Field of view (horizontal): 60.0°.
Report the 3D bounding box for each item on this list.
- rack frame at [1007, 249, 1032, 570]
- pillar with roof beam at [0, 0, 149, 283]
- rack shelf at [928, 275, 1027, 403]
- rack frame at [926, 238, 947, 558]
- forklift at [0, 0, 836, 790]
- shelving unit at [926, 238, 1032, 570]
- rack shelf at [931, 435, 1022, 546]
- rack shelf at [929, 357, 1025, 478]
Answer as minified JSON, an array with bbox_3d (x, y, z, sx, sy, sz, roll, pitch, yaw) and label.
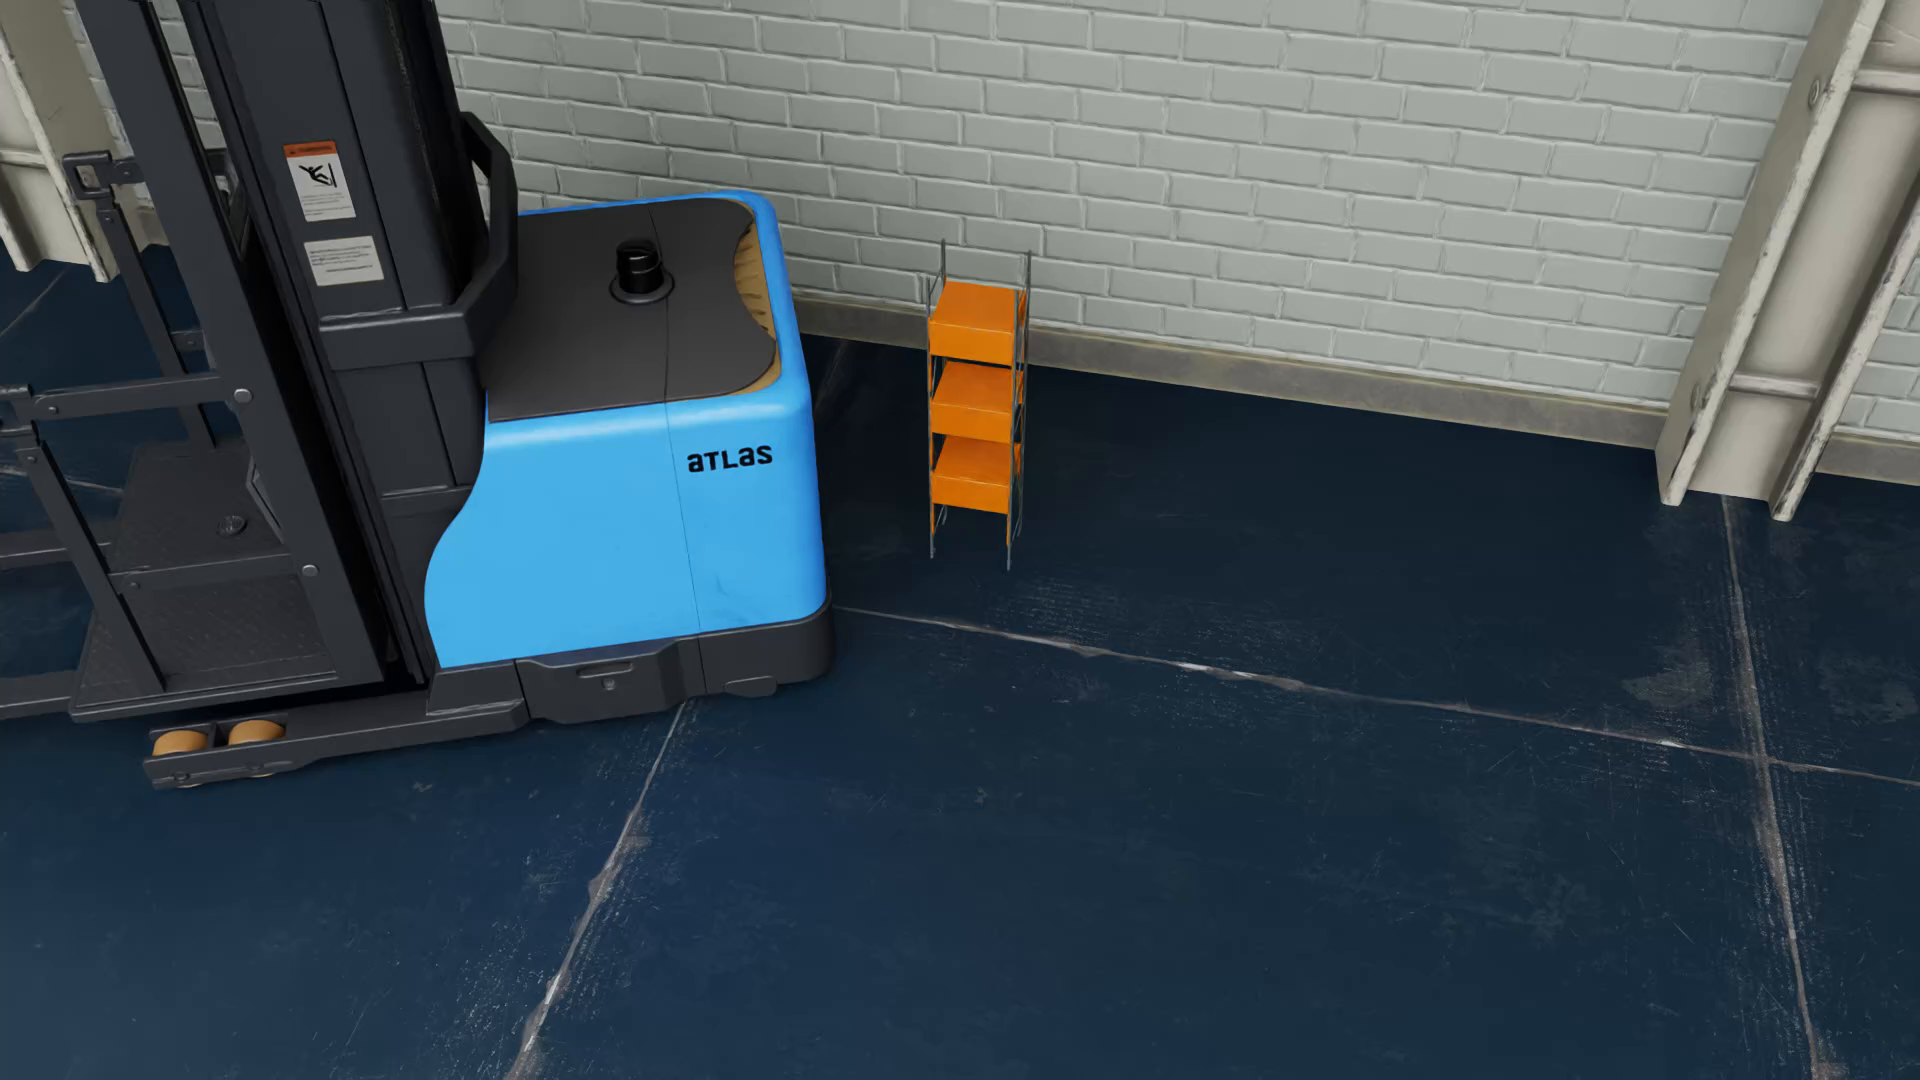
[{"bbox_3d":[0.171,-0.352,4.858,0.008,1.050,0.200,9,45,9],"label":"rack frame"},{"bbox_3d":[-4.301,-1.429,0.246,0.400,9.000,9.100,9,45,9],"label":"pillar with roof beam"},{"bbox_3d":[0.052,-0.567,4.688,0.240,0.259,0.215,9,45,9],"label":"rack shelf"},{"bbox_3d":[-0.067,-0.389,4.897,0.008,1.050,0.200,9,45,9],"label":"rack frame"},{"bbox_3d":[-1.927,-0.779,3.945,3.031,2.935,1.130,-7,44,-8],"label":"forklift"},{"bbox_3d":[0.052,-0.370,4.877,0.252,1.050,0.215,9,45,9],"label":"shelving unit"},{"bbox_3d":[0.052,-0.162,5.078,0.240,0.259,0.215,9,45,9],"label":"rack shelf"},{"bbox_3d":[0.052,-0.363,4.885,0.240,0.259,0.215,9,45,9],"label":"rack shelf"}]
